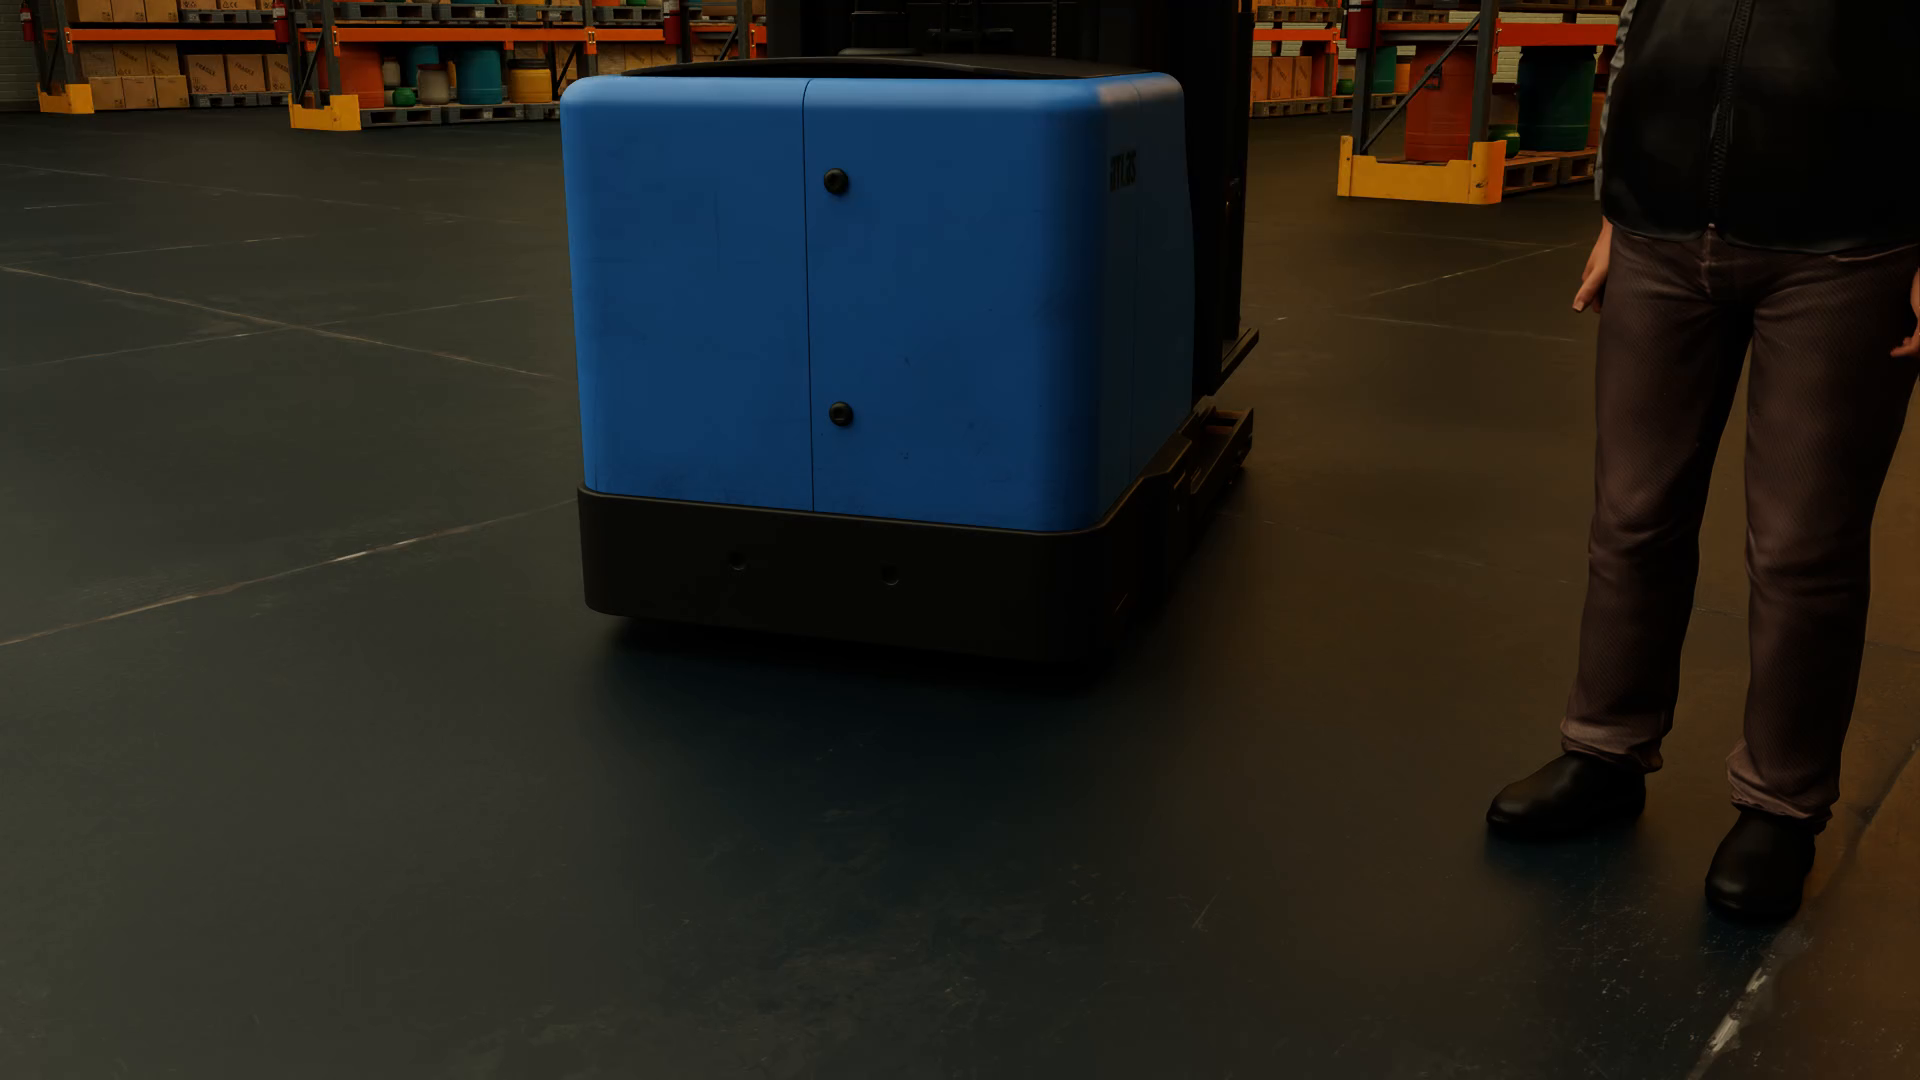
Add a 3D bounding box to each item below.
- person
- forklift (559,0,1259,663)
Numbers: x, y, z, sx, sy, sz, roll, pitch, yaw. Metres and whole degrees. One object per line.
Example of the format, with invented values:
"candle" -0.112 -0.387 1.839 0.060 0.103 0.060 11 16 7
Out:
"person" 1.069 -0.371 2.206 0.370 1.723 0.524 -15 22 -41
"forklift" 0.182 -1.571 4.072 1.130 2.935 3.031 5 18 17
